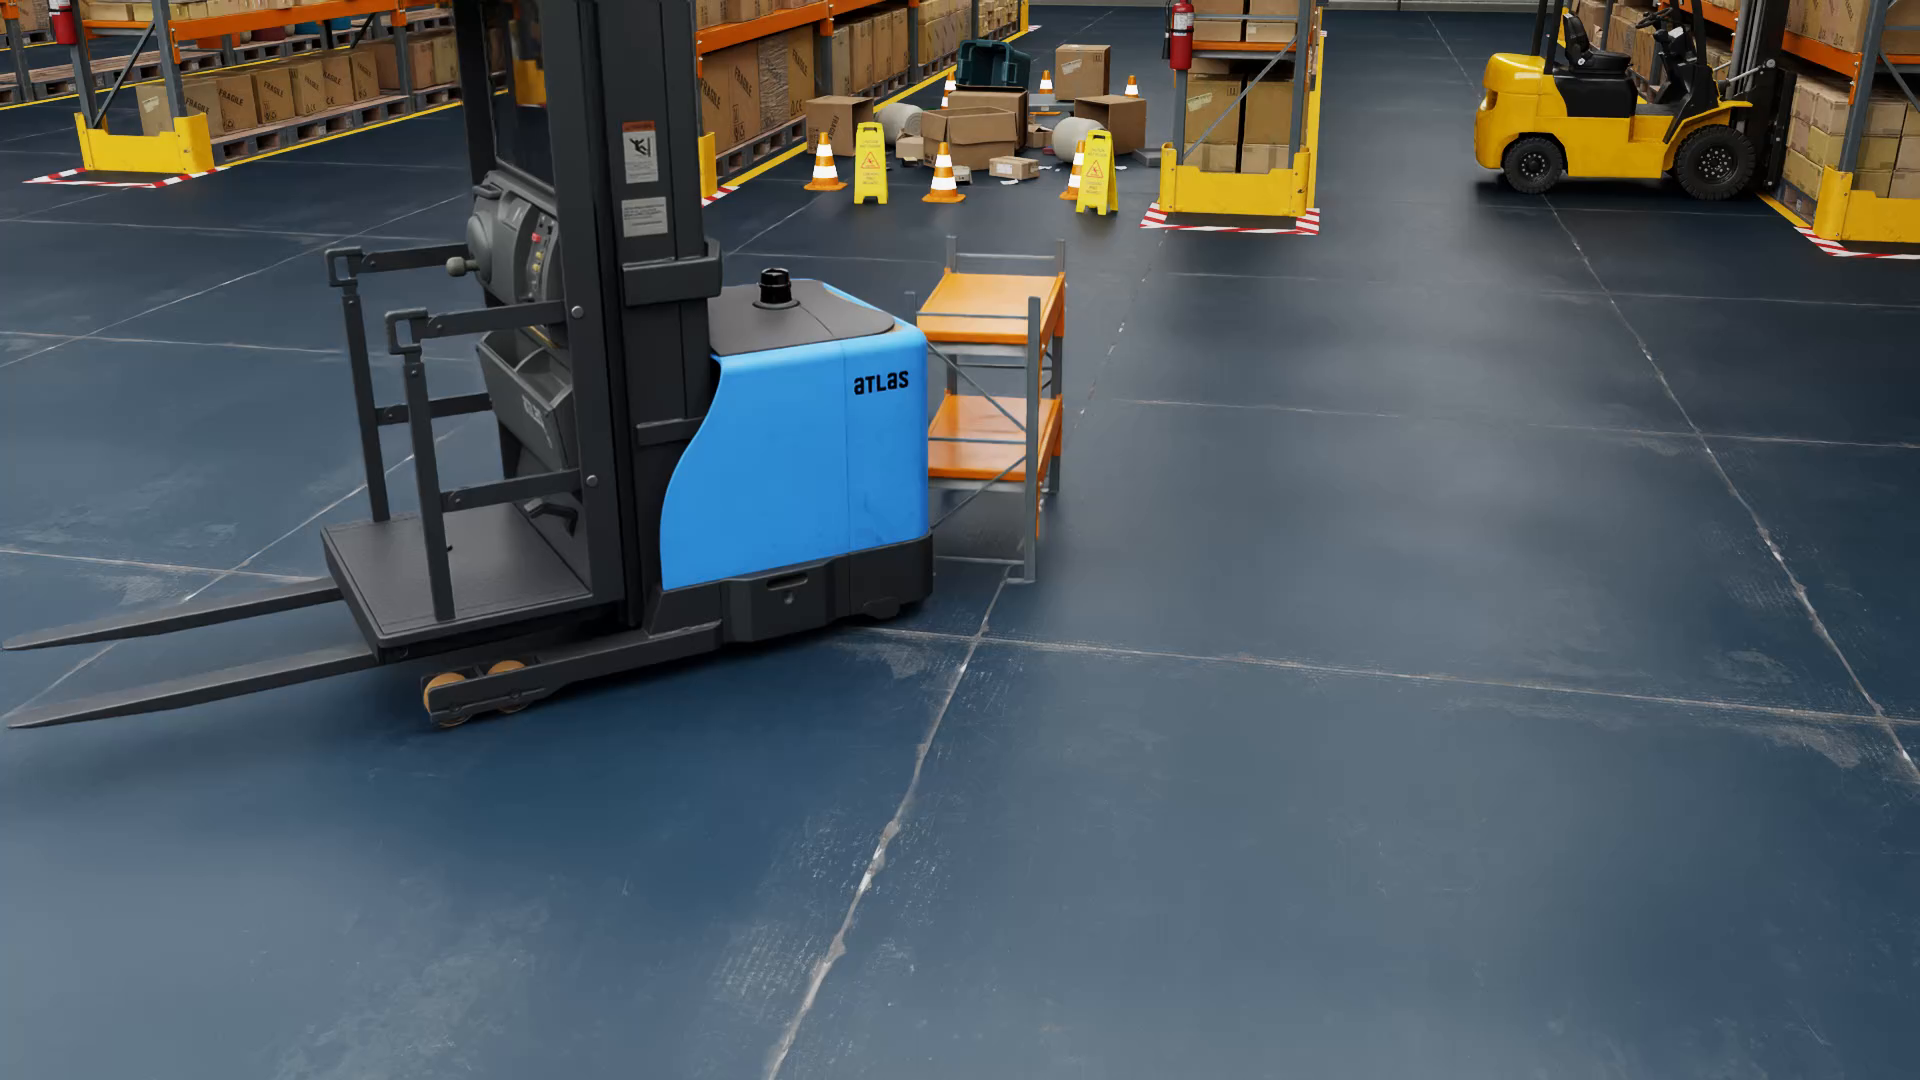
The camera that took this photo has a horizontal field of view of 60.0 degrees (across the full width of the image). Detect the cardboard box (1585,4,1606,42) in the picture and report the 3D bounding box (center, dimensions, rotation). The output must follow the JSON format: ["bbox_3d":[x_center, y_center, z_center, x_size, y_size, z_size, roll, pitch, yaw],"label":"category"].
[{"bbox_3d":[9.680,-7.645,24.604,0.700,0.500,0.500,4,22,9],"label":"cardboard box"}]

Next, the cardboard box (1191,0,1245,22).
[{"bbox_3d":[2.038,-4.445,13.342,0.500,0.500,0.500,4,22,10],"label":"cardboard box"}]

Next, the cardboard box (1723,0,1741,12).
[{"bbox_3d":[7.720,-5.261,16.103,0.500,0.250,0.500,5,22,12],"label":"cardboard box"}]

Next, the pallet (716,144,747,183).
[{"bbox_3d":[-2.583,-3.386,14.978,1.003,0.211,1.213,4,22,11],"label":"pallet"}]

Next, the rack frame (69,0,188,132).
[{"bbox_3d":[-7.504,-4.796,14.747,1.000,3.000,0.127,4,22,11],"label":"rack frame"}]

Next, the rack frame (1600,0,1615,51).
[{"bbox_3d":[9.506,-8.052,22.832,1.000,3.000,0.127,4,22,11],"label":"rack frame"}]

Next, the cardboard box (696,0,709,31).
[{"bbox_3d":[-2.638,-4.590,14.034,0.875,0.550,0.550,4,22,11],"label":"cardboard box"}]

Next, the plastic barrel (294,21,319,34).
[{"bbox_3d":[-10.177,-8.327,25.761,0.600,0.901,0.708,4,22,11],"label":"plastic barrel"}]

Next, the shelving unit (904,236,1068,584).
[{"bbox_3d":[0.118,-0.560,6.739,0.538,1.125,1.048,3,22,8],"label":"shelving unit"}]

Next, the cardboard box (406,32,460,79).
[{"bbox_3d":[-6.312,-5.904,20.255,0.700,0.500,0.500,3,22,6],"label":"cardboard box"}]

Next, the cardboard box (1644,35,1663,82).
[{"bbox_3d":[8.565,-5.796,20.013,0.500,0.500,0.500,5,22,12],"label":"cardboard box"}]

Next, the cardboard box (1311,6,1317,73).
[{"bbox_3d":[4.052,-6.422,21.066,0.875,0.875,0.875,4,22,10],"label":"cardboard box"}]

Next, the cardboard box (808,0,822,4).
[{"bbox_3d":[-1.917,-5.778,16.984,0.875,0.550,0.550,4,22,11],"label":"cardboard box"}]

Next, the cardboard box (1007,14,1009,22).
[{"bbox_3d":[0.601,-8.705,27.706,0.380,0.149,0.250,4,22,11],"label":"cardboard box"}]

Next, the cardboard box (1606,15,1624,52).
[{"bbox_3d":[9.187,-6.928,22.824,0.500,0.500,0.500,5,23,13],"label":"cardboard box"}]

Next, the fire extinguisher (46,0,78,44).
[{"bbox_3d":[-7.979,-4.754,14.745,0.296,0.674,0.183,4,22,11],"label":"fire extinguisher"}]

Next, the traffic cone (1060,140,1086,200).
[{"bbox_3d":[1.022,-3.120,13.980,0.336,0.463,0.334,4,22,11],"label":"traffic cone"}]

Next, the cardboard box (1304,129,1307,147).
[{"bbox_3d":[2.744,-3.420,14.449,0.500,0.250,0.500,5,23,13],"label":"cardboard box"}]

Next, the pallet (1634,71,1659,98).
[{"bbox_3d":[8.879,-5.566,20.392,1.003,0.211,1.213,4,22,11],"label":"pallet"}]

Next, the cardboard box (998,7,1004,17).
[{"bbox_3d":[0.499,-8.555,26.937,0.380,0.149,0.250,6,23,14],"label":"cardboard box"}]

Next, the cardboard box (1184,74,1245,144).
[{"bbox_3d":[2.105,-3.621,13.943,0.500,0.500,0.500,5,22,11],"label":"cardboard box"}]

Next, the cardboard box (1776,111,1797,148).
[{"bbox_3d":[7.048,-3.390,13.704,0.500,0.250,0.500,4,22,10],"label":"cardboard box"}]

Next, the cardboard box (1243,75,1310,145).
[{"bbox_3d":[2.637,-3.591,13.868,0.500,0.500,0.500,4,22,9],"label":"cardboard box"}]

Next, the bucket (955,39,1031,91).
[{"bbox_3d":[0.376,-4.805,17.117,0.726,0.611,0.620,13,15,29],"label":"bucket"}]

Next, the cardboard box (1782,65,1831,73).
[{"bbox_3d":[7.263,-3.988,14.520,0.500,0.250,0.500,5,23,13],"label":"cardboard box"}]

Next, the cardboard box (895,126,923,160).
[{"bbox_3d":[-0.401,-3.807,15.950,0.396,0.266,0.258,8,23,20],"label":"cardboard box"}]

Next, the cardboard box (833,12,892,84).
[{"bbox_3d":[-1.424,-5.922,19.993,1.050,0.750,0.750,5,22,12],"label":"cardboard box"}]

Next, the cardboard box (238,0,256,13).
[{"bbox_3d":[-6.989,-5.130,15.912,0.380,0.149,0.250,4,22,11],"label":"cardboard box"}]

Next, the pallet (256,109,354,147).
[{"bbox_3d":[-7.037,-4.270,17.173,1.003,0.211,1.213,4,22,11],"label":"pallet"}]

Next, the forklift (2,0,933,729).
[{"bbox_3d":[-1.640,-0.985,5.375,3.031,2.935,1.130,-12,25,-27],"label":"forklift"}]

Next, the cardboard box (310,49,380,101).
[{"bbox_3d":[-6.809,-5.151,18.412,0.500,0.500,0.500,4,22,9],"label":"cardboard box"}]

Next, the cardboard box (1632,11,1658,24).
[{"bbox_3d":[8.967,-6.795,21.627,0.380,0.149,0.250,5,23,13],"label":"cardboard box"}]

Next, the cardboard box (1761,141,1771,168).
[{"bbox_3d":[7.149,-3.334,14.235,0.500,0.250,0.500,5,23,13],"label":"cardboard box"}]

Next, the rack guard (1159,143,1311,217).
[{"bbox_3d":[2.213,-2.909,13.407,1.175,0.500,0.348,4,22,11],"label":"rack guard"}]

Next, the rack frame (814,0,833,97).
[{"bbox_3d":[-1.853,-5.844,17.349,1.000,3.000,0.127,4,22,11],"label":"rack frame"}]

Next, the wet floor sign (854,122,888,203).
[{"bbox_3d":[-0.737,-3.128,13.755,0.267,0.644,0.232,1,22,2],"label":"wet floor sign"}]

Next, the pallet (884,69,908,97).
[{"bbox_3d":[-1.272,-5.731,20.801,1.003,0.211,1.213,4,22,11],"label":"pallet"}]

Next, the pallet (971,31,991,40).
[{"bbox_3d":[-0.118,-7.725,25.751,1.003,0.211,1.213,4,22,11],"label":"pallet"}]

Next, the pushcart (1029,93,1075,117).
[{"bbox_3d":[0.771,-4.443,17.380,1.648,0.377,0.936,-3,22,-8],"label":"pushcart"}]

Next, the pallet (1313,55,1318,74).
[{"bbox_3d":[4.315,-6.400,22.463,1.003,0.211,1.213,4,22,11],"label":"pallet"}]

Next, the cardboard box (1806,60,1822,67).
[{"bbox_3d":[7.874,-4.129,14.870,0.500,0.250,0.500,4,22,10],"label":"cardboard box"}]

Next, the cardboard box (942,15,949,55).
[{"bbox_3d":[-0.444,-6.954,22.888,0.500,0.500,0.500,4,22,10],"label":"cardboard box"}]

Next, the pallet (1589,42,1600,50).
[{"bbox_3d":[9.647,-7.010,23.977,1.003,0.211,1.213,4,22,11],"label":"pallet"}]

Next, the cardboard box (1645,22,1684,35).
[{"bbox_3d":[8.568,-6.228,20.217,0.380,0.149,0.250,3,22,8],"label":"cardboard box"}]

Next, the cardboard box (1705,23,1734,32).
[{"bbox_3d":[9.101,-6.093,19.882,0.380,0.149,0.250,6,23,14],"label":"cardboard box"}]

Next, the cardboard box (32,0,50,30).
[{"bbox_3d":[-14.785,-8.420,26.502,0.500,0.500,0.500,5,22,12],"label":"cardboard box"}]

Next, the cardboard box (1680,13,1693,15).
[{"bbox_3d":[9.409,-6.665,21.303,0.380,0.149,0.250,4,22,9],"label":"cardboard box"}]

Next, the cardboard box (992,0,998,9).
[{"bbox_3d":[0.396,-8.598,26.644,0.380,0.149,0.250,5,22,11],"label":"cardboard box"}]

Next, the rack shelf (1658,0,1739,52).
[{"bbox_3d":[8.281,-5.524,17.518,1.077,0.370,4.000,4,22,11],"label":"rack shelf"}]

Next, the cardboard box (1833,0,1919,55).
[{"bbox_3d":[6.900,-3.910,12.413,0.500,0.500,0.500,4,22,10],"label":"cardboard box"}]

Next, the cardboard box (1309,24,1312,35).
[{"bbox_3d":[2.737,-4.306,13.867,0.380,0.149,0.250,5,22,12],"label":"cardboard box"}]

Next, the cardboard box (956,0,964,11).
[{"bbox_3d":[-0.243,-7.674,23.674,0.500,0.250,0.500,6,23,13],"label":"cardboard box"}]
